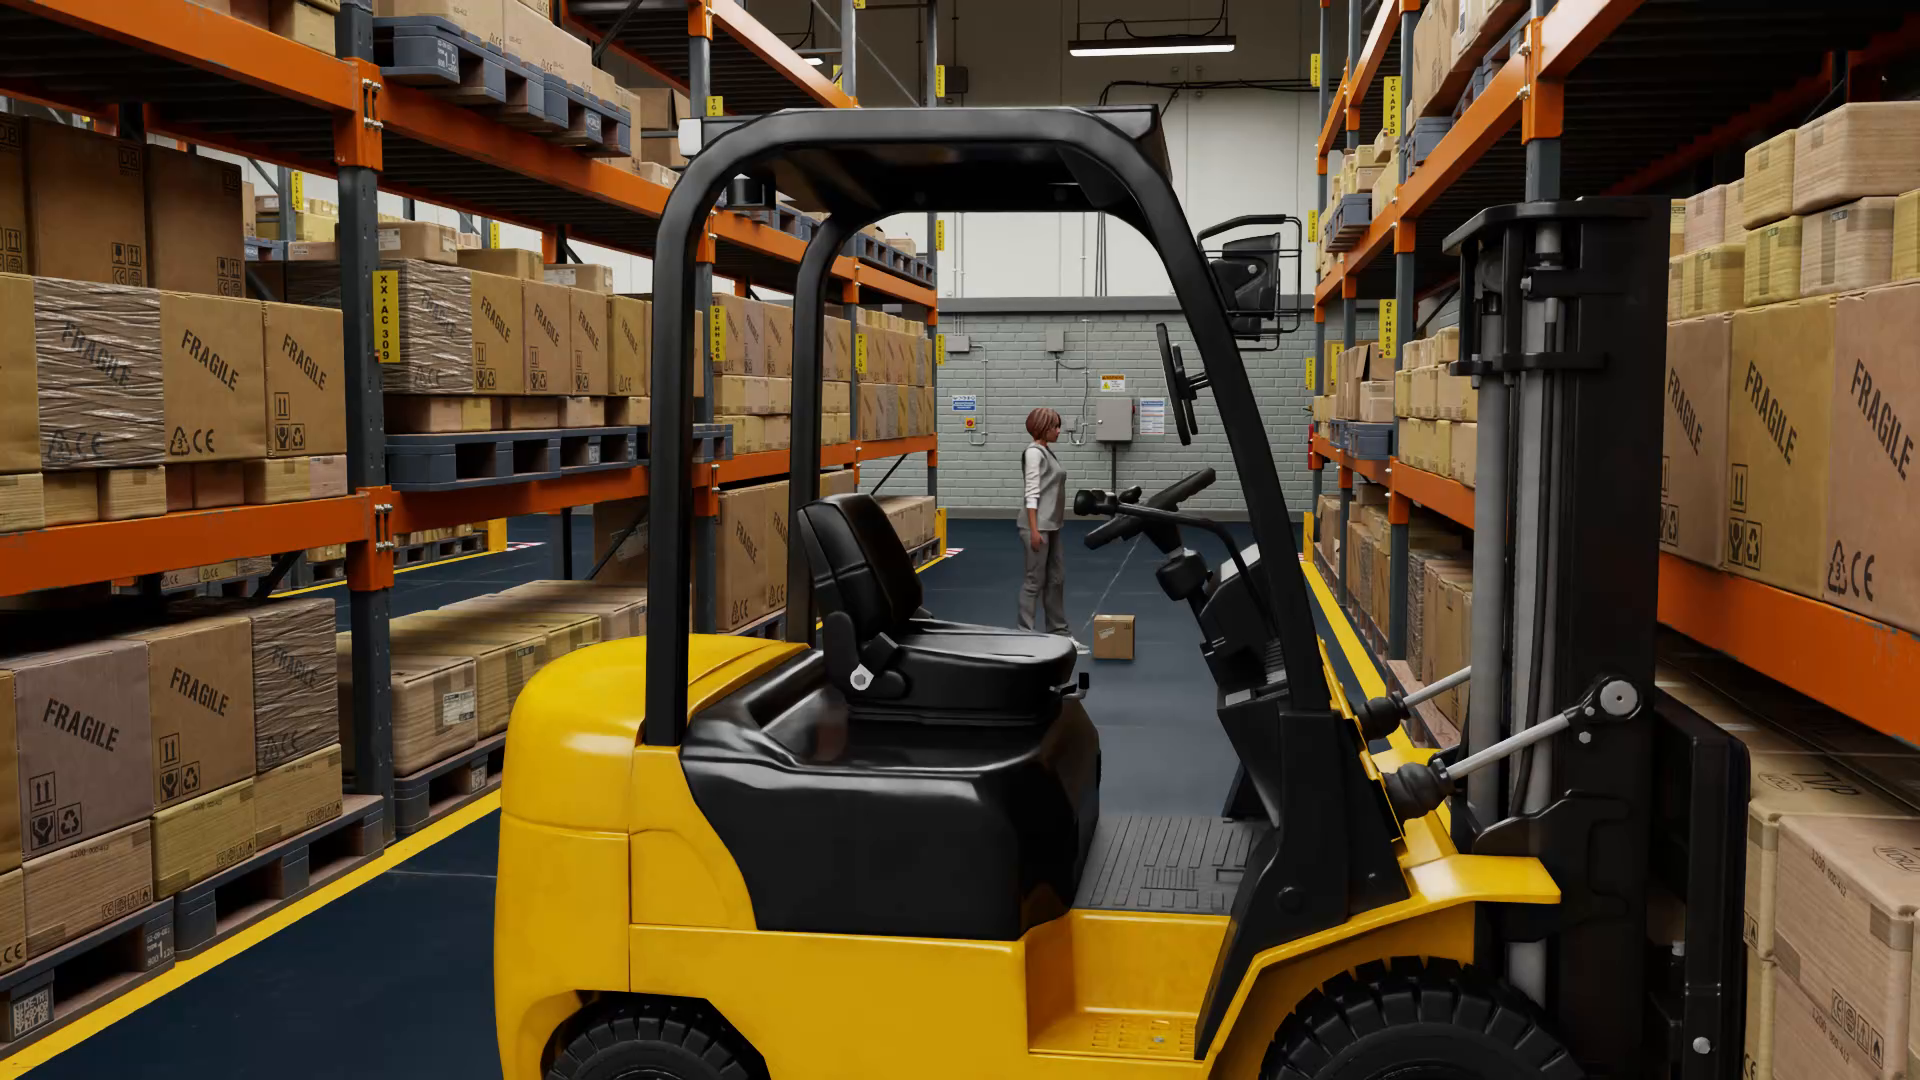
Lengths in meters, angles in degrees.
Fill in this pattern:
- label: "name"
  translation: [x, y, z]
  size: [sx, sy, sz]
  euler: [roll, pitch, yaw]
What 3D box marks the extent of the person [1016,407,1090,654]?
- label: "person"
  translation: [0.583, -0.048, 10.719]
  size: [0.473, 1.615, 0.441]
  euler: [1, 5, 16]
